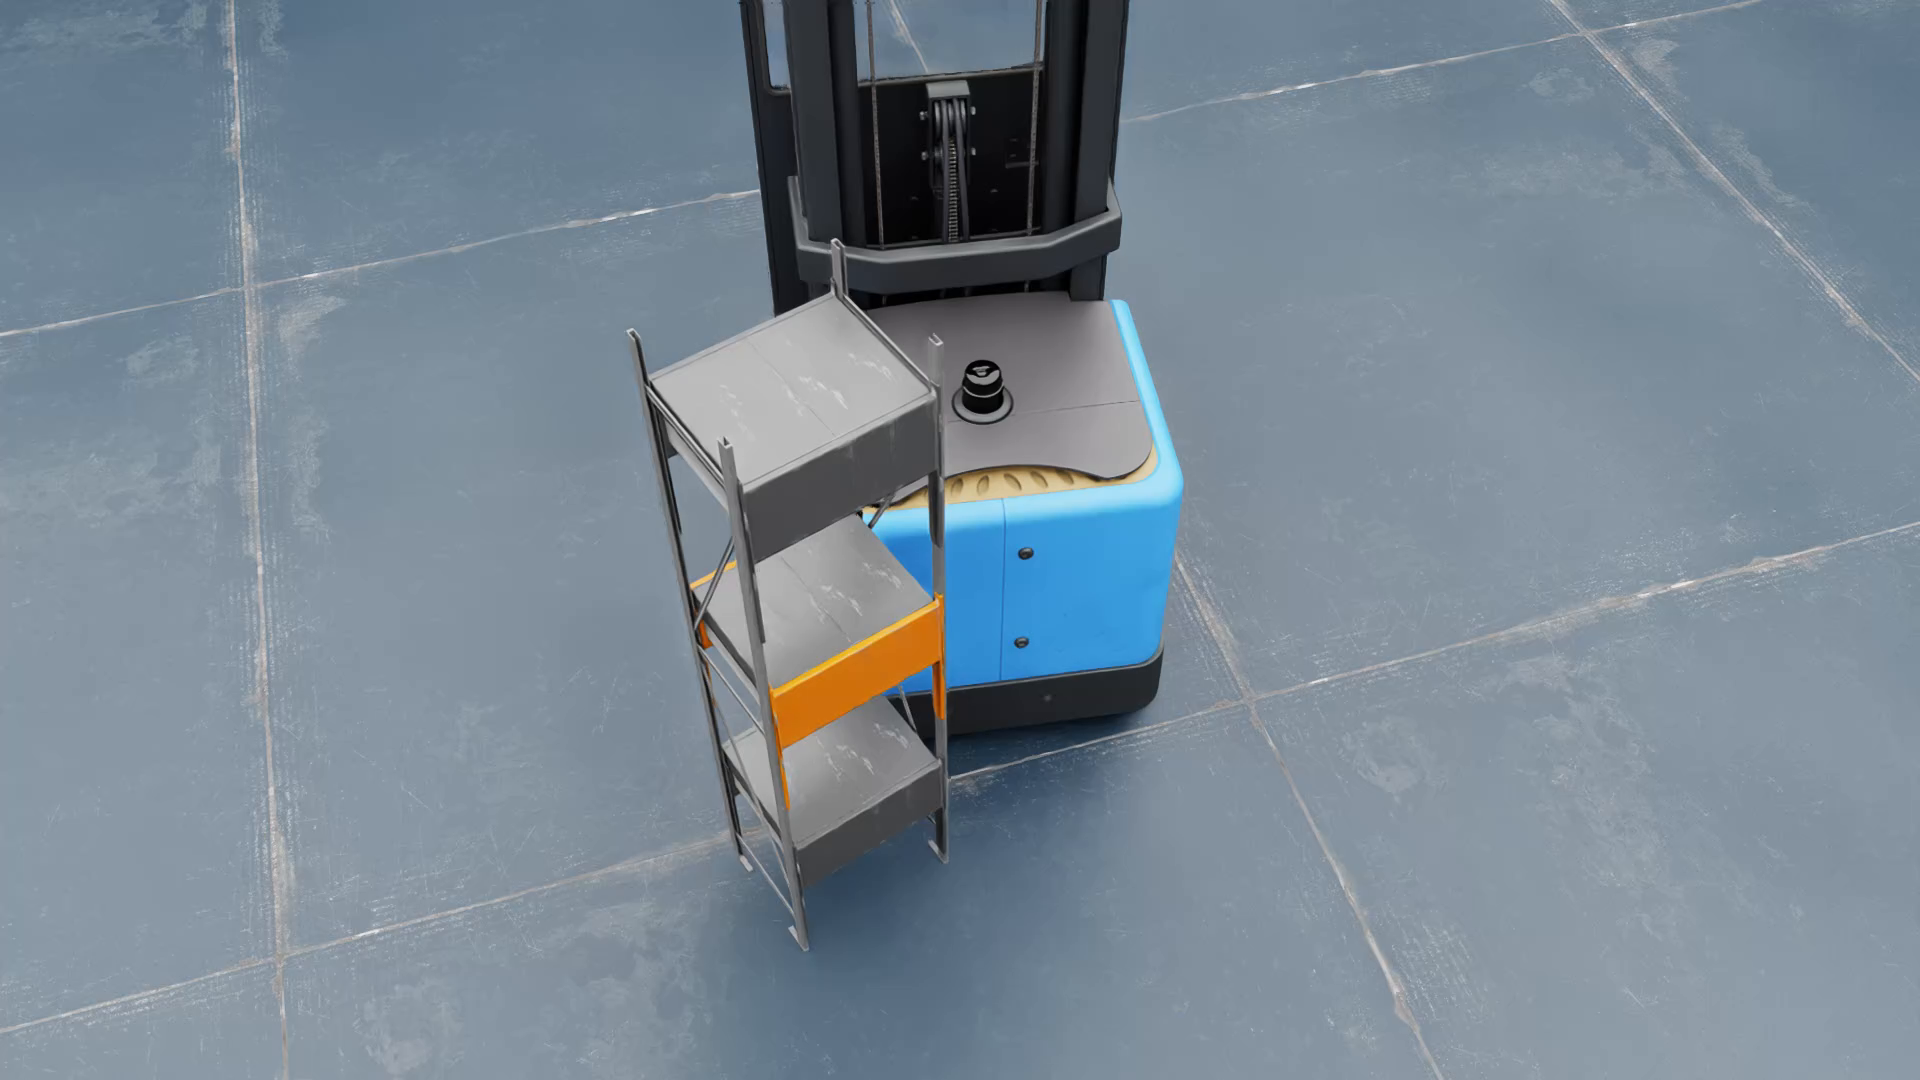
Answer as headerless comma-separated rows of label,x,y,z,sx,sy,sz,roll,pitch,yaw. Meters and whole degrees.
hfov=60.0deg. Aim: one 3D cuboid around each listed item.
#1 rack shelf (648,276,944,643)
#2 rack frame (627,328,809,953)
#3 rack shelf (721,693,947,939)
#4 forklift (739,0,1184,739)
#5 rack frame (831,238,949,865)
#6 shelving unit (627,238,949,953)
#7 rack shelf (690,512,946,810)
rack shelf,-0.354,-0.174,3.626,0.480,0.518,0.431,-28,55,-22
rack frame,-0.553,0.376,4.060,0.015,2.100,0.400,-28,55,-22
rack shelf,-0.354,0.728,4.696,0.480,0.518,0.431,-28,55,-22
forklift,-0.106,-1.457,5.061,1.130,2.935,3.031,-7,50,-6
rack frame,-0.155,0.160,4.242,0.015,2.100,0.400,-28,55,-22
shelving unit,-0.354,0.268,4.151,0.503,2.100,0.431,-28,55,-22
rack shelf,-0.354,0.277,4.161,0.480,0.518,0.431,-28,55,-22
